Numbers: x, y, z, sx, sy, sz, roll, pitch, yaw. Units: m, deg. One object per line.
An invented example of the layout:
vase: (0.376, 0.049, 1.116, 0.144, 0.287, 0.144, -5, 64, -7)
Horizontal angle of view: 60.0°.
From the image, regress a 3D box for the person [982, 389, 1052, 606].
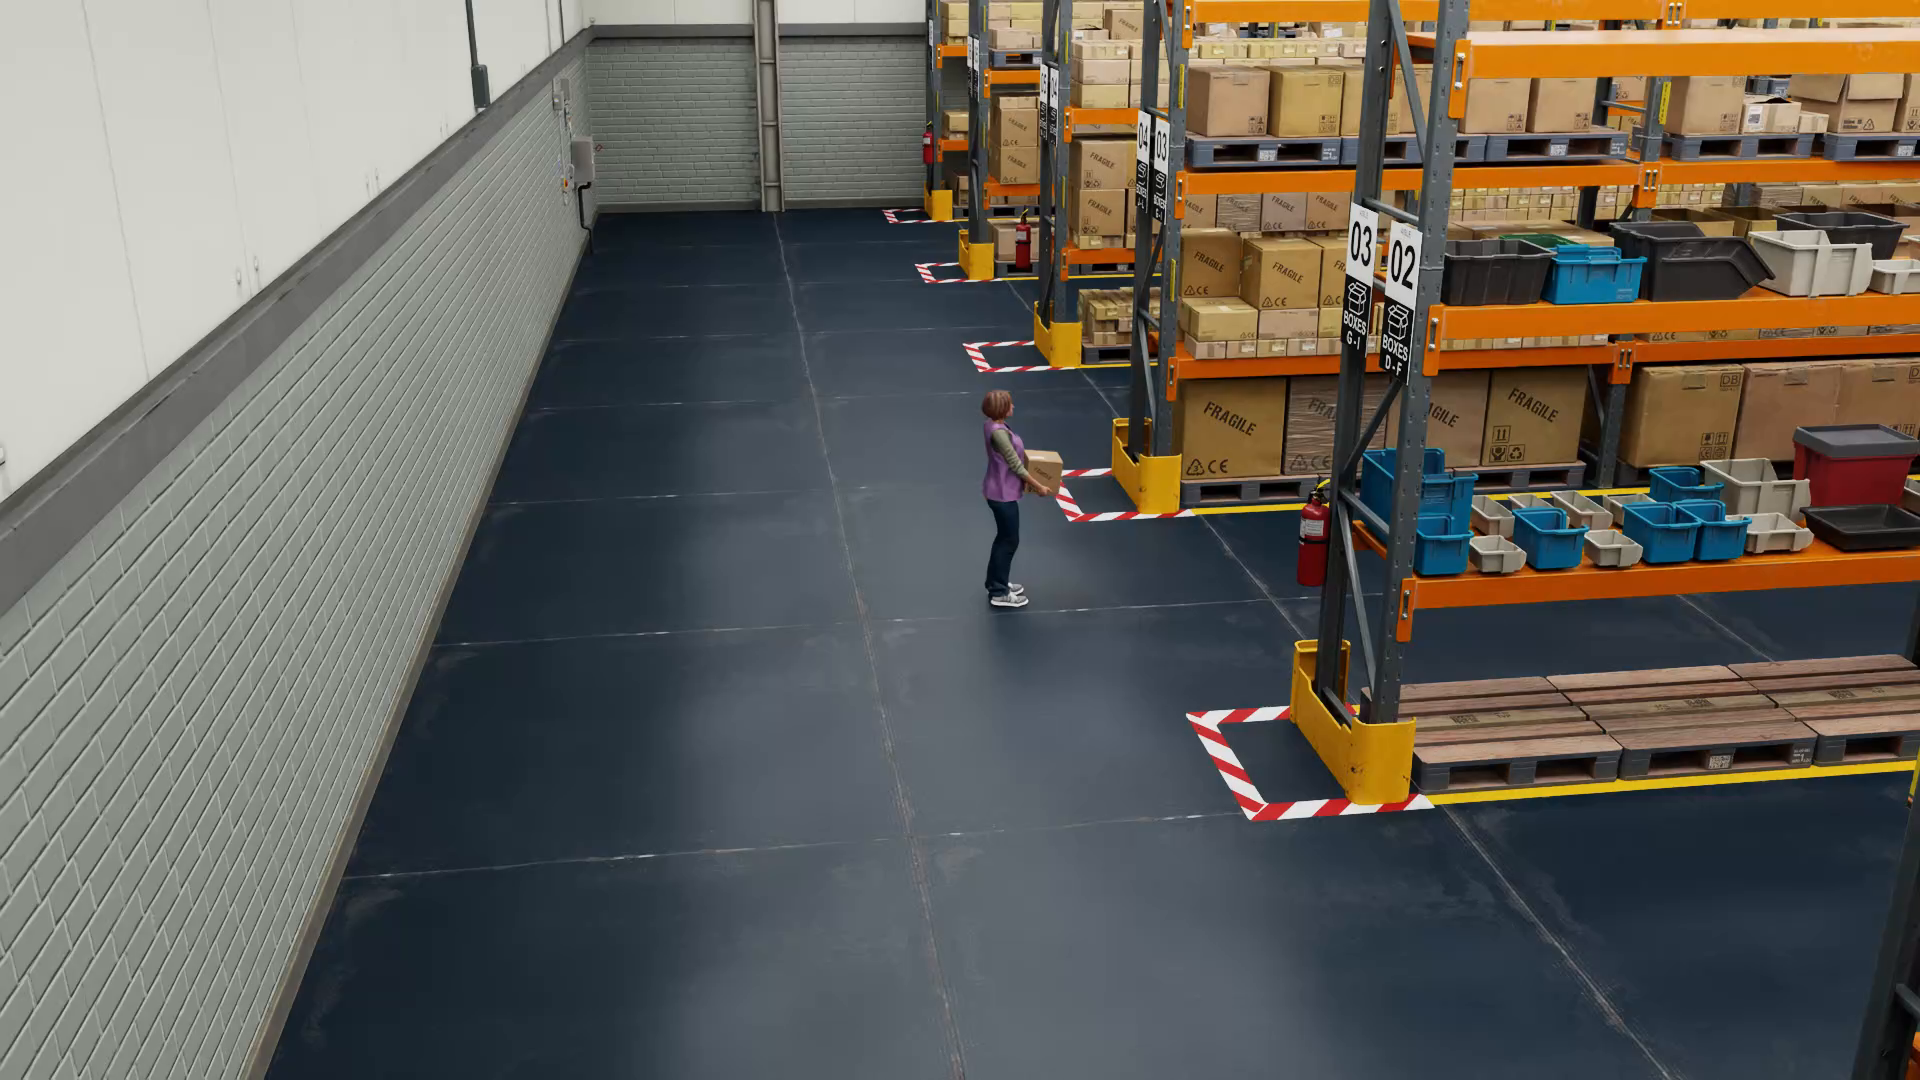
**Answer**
person: (0.399, -0.314, 11.946, 0.493, 1.591, 0.404, -2, 20, -6)
